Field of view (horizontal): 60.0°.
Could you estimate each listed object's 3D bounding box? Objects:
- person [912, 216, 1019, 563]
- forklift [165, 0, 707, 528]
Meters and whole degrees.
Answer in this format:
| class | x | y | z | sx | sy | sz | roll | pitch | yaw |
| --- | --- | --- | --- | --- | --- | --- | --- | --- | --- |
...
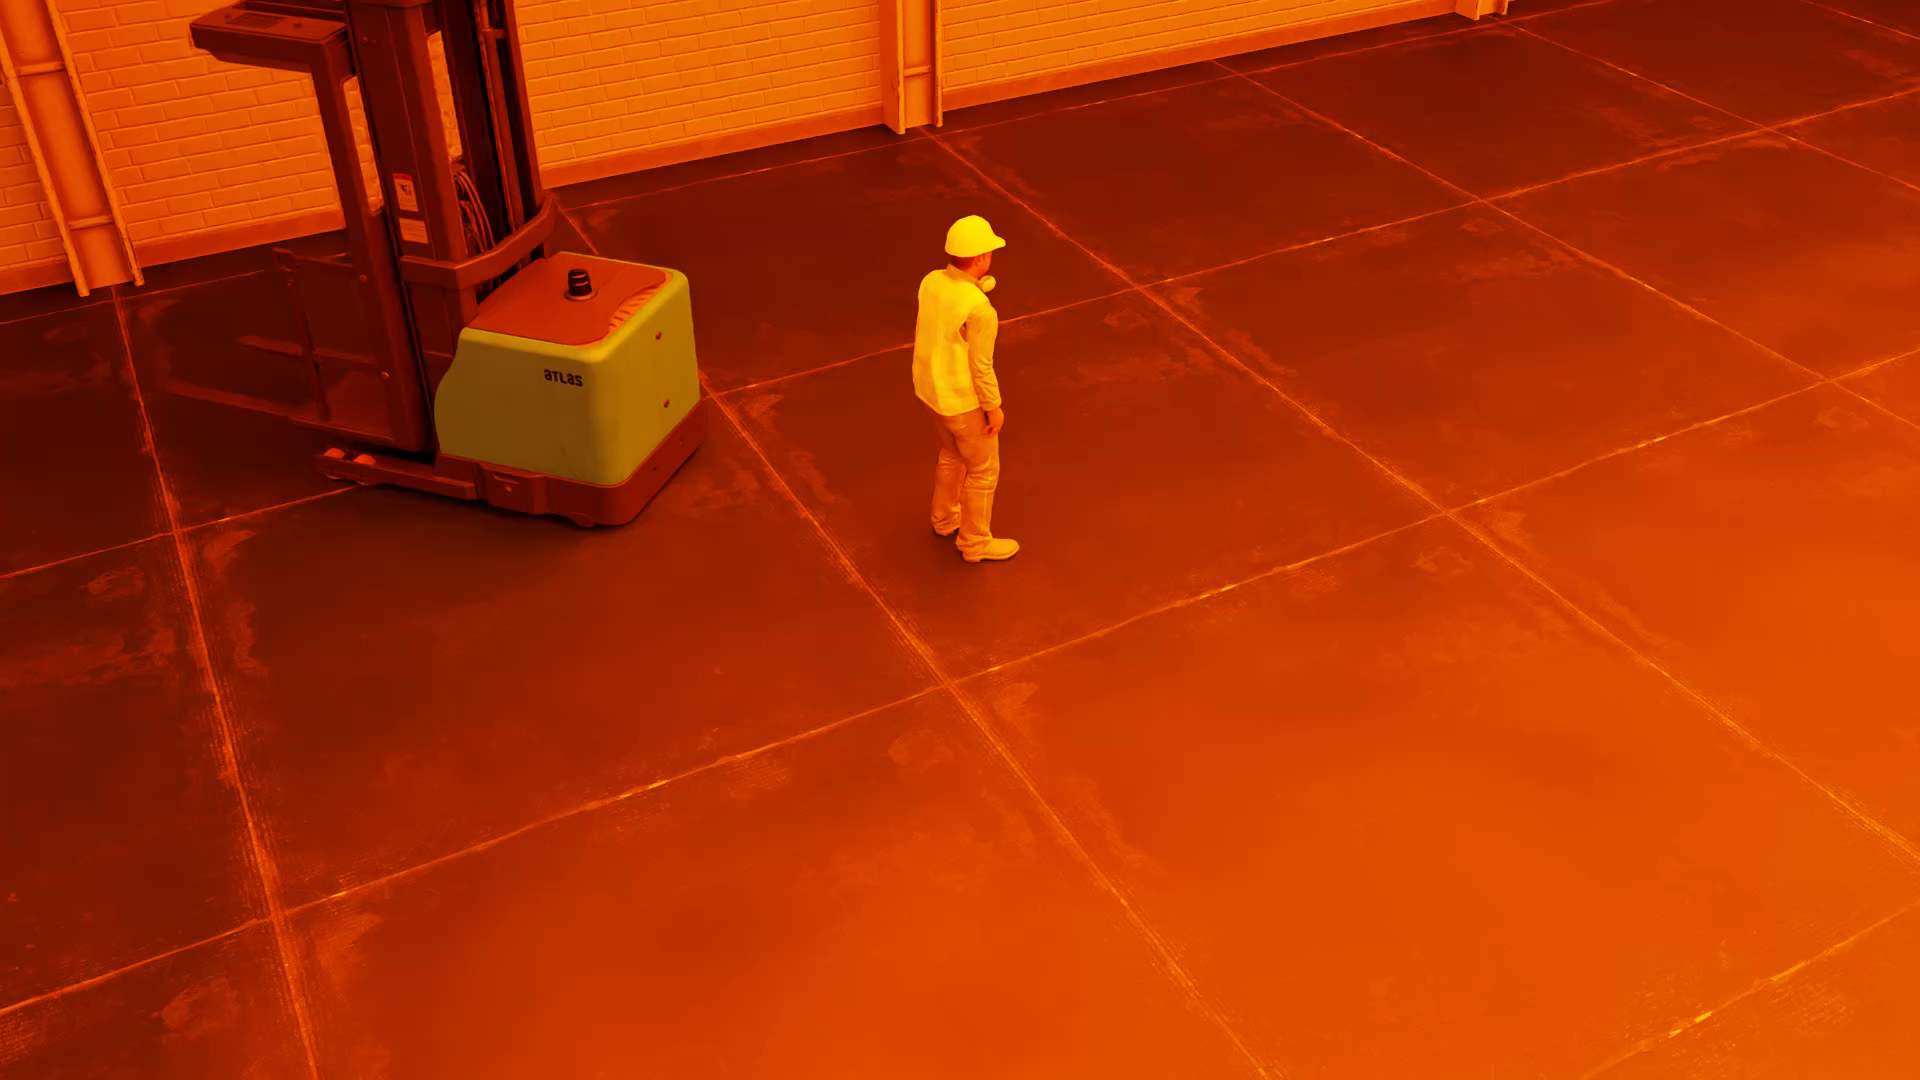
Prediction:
| class | x | y | z | sx | sy | sz | roll | pitch | yaw |
| --- | --- | --- | --- | --- | --- | --- | --- | --- | --- |
| person | 0.014 | -0.738 | 8.173 | 0.463 | 1.770 | 0.589 | -19 | 40 | -25 |
| forklift | -3.000 | -1.769 | 8.625 | 3.031 | 2.935 | 1.130 | 11 | 37 | 16 |
